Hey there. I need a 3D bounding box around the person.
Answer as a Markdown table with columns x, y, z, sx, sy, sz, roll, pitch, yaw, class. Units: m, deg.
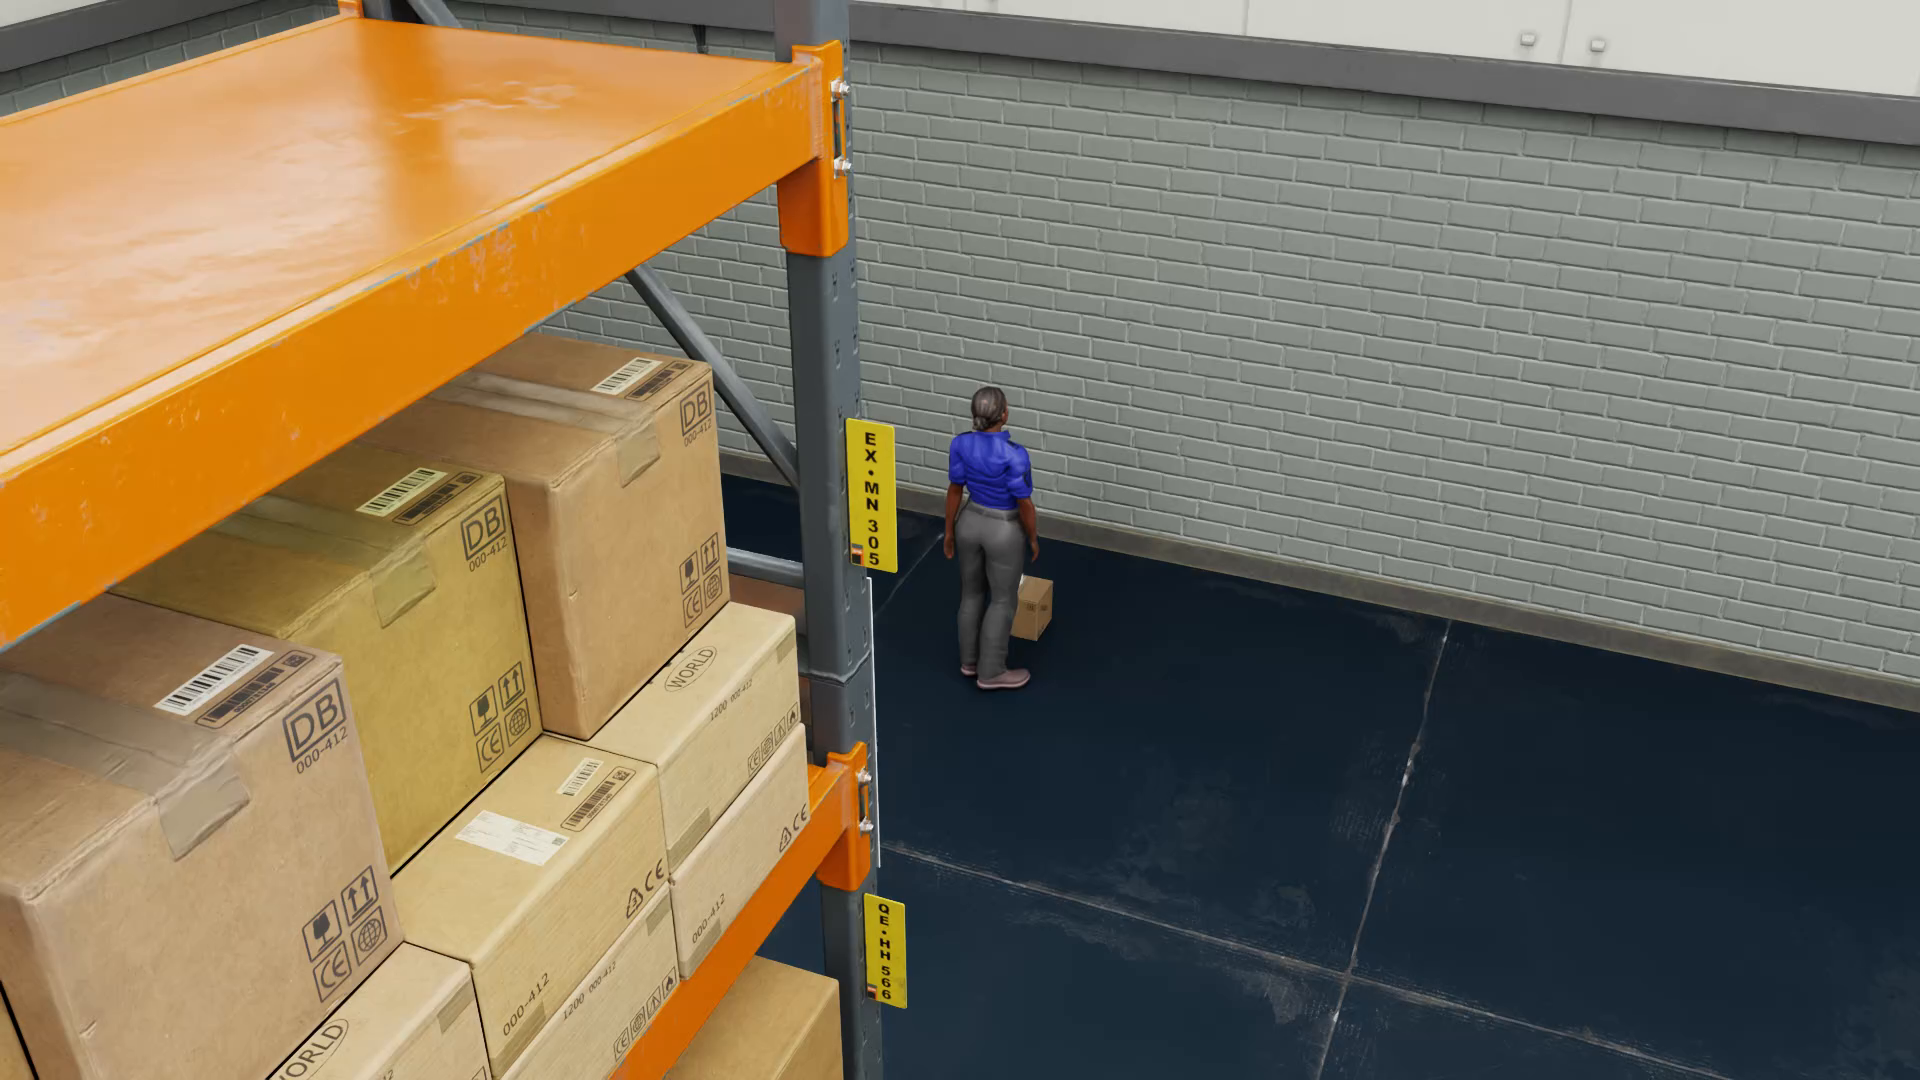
| x | y | z | sx | sy | sz | roll | pitch | yaw | class |
| --- | --- | --- | --- | --- | --- | --- | --- | --- | --- |
| 0.154 | -0.017 | 8.393 | 0.479 | 1.658 | 0.374 | 16 | 33 | 25 | person |
